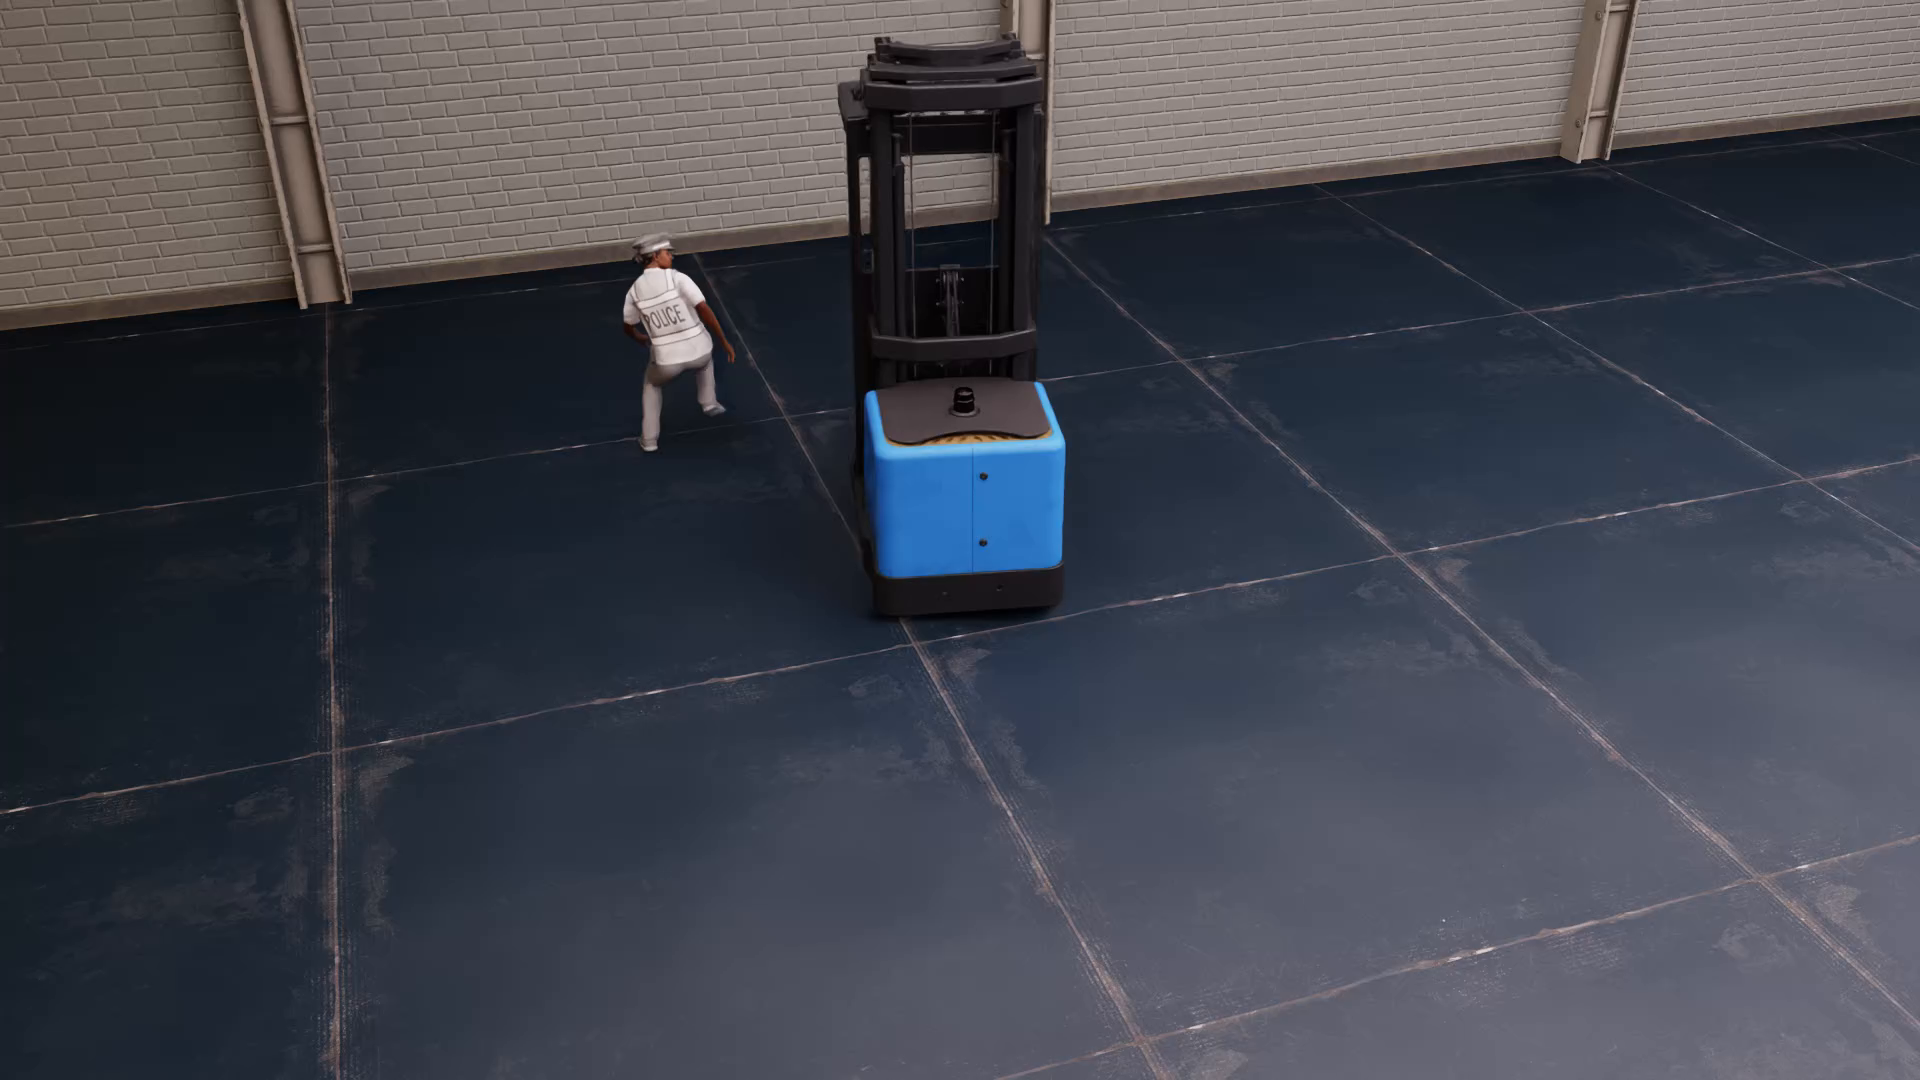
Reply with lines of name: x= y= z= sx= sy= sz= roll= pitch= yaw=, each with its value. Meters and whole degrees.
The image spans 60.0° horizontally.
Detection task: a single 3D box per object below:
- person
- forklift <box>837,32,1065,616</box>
person: x=-1.841 y=-1.319 z=10.901 sx=0.705 sy=1.460 sz=0.666 roll=-4 pitch=30 yaw=-7
forklift: x=-0.118 y=-1.565 z=9.807 sx=1.130 sy=2.935 sz=3.031 roll=-4 pitch=30 yaw=-6
